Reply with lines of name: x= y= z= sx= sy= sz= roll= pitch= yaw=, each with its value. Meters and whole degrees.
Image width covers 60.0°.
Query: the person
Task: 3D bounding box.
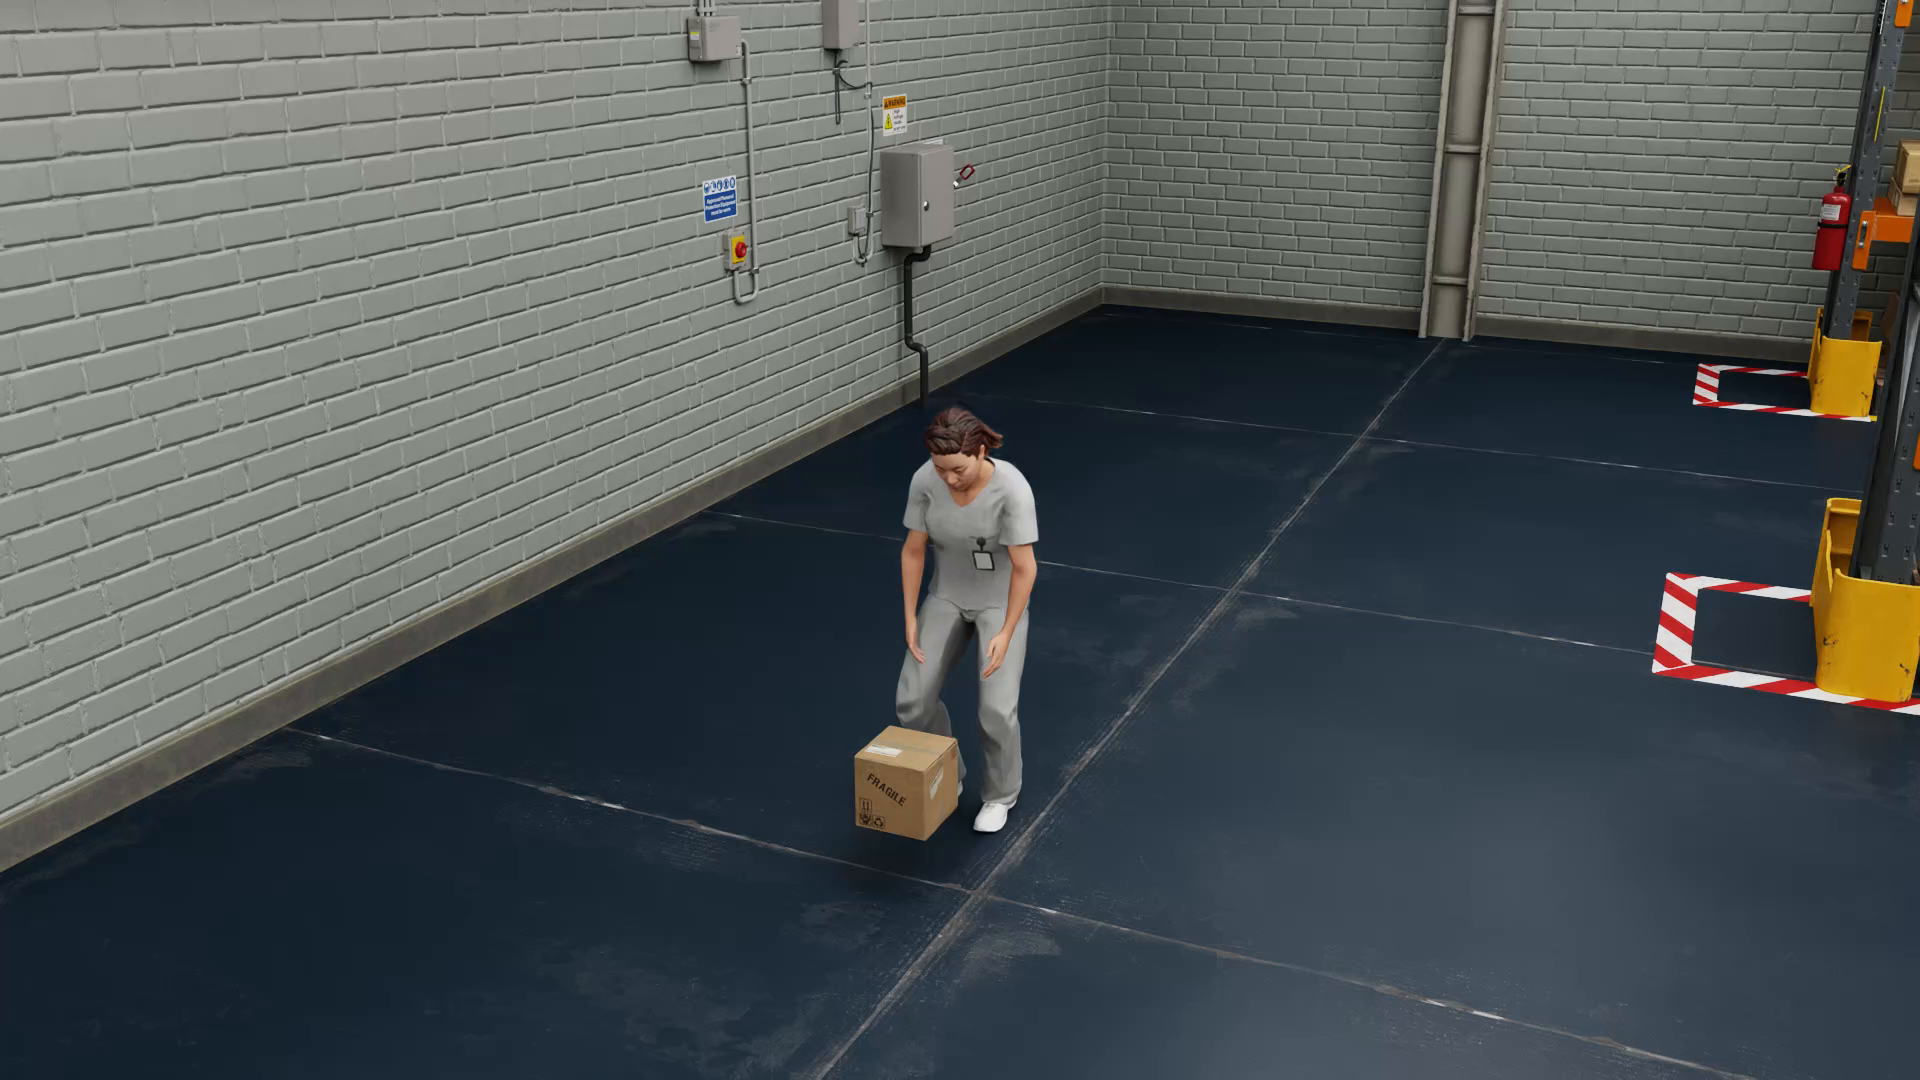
person: x=0.044 y=0.254 z=5.593 sx=0.483 sy=1.515 sz=0.532 roll=9 pitch=21 yaw=24
